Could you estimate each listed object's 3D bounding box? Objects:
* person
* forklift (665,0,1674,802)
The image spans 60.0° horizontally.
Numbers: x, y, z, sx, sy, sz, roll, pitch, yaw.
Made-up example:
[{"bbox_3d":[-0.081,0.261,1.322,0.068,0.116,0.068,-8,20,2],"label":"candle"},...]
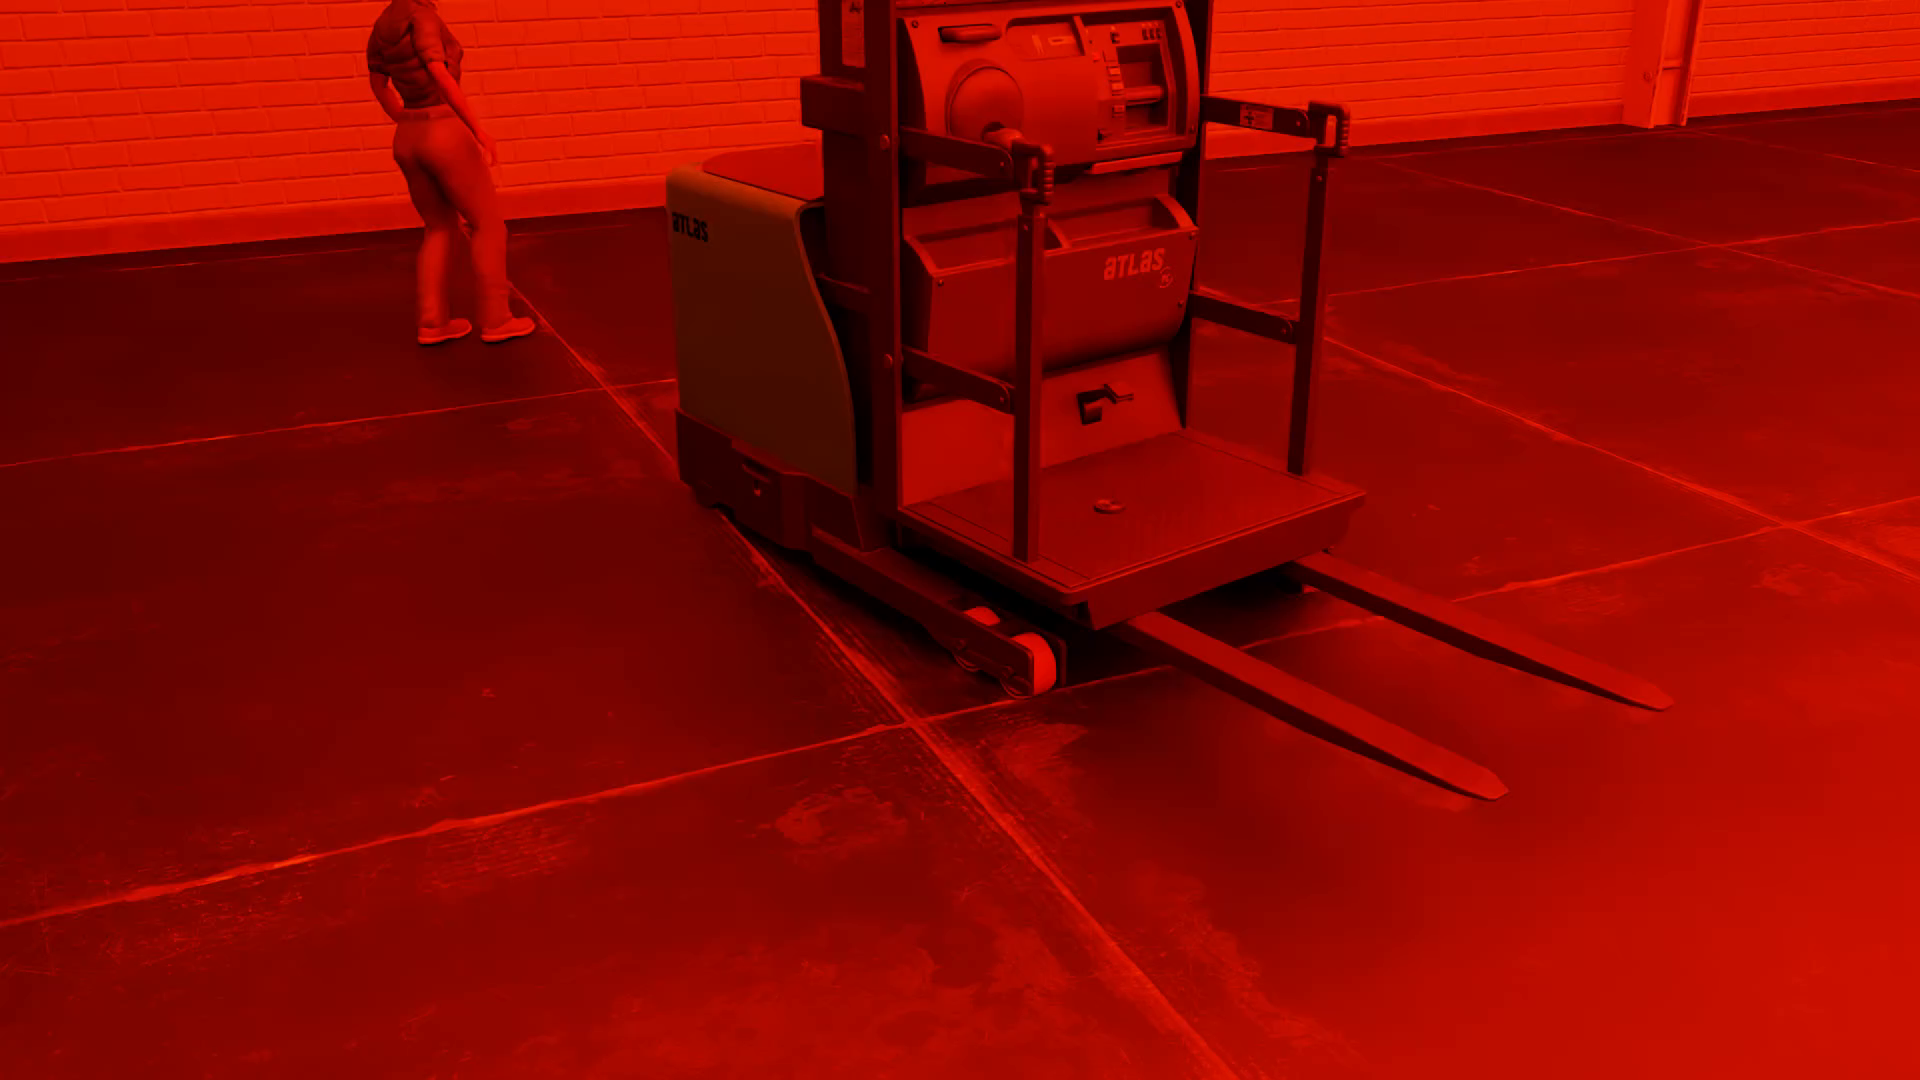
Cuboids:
[{"bbox_3d":[-2.136,-1.645,6.939,0.664,1.638,0.471,16,27,33],"label":"person"},{"bbox_3d":[0.386,-1.170,4.103,1.130,2.935,3.031,-17,28,-35],"label":"forklift"}]
